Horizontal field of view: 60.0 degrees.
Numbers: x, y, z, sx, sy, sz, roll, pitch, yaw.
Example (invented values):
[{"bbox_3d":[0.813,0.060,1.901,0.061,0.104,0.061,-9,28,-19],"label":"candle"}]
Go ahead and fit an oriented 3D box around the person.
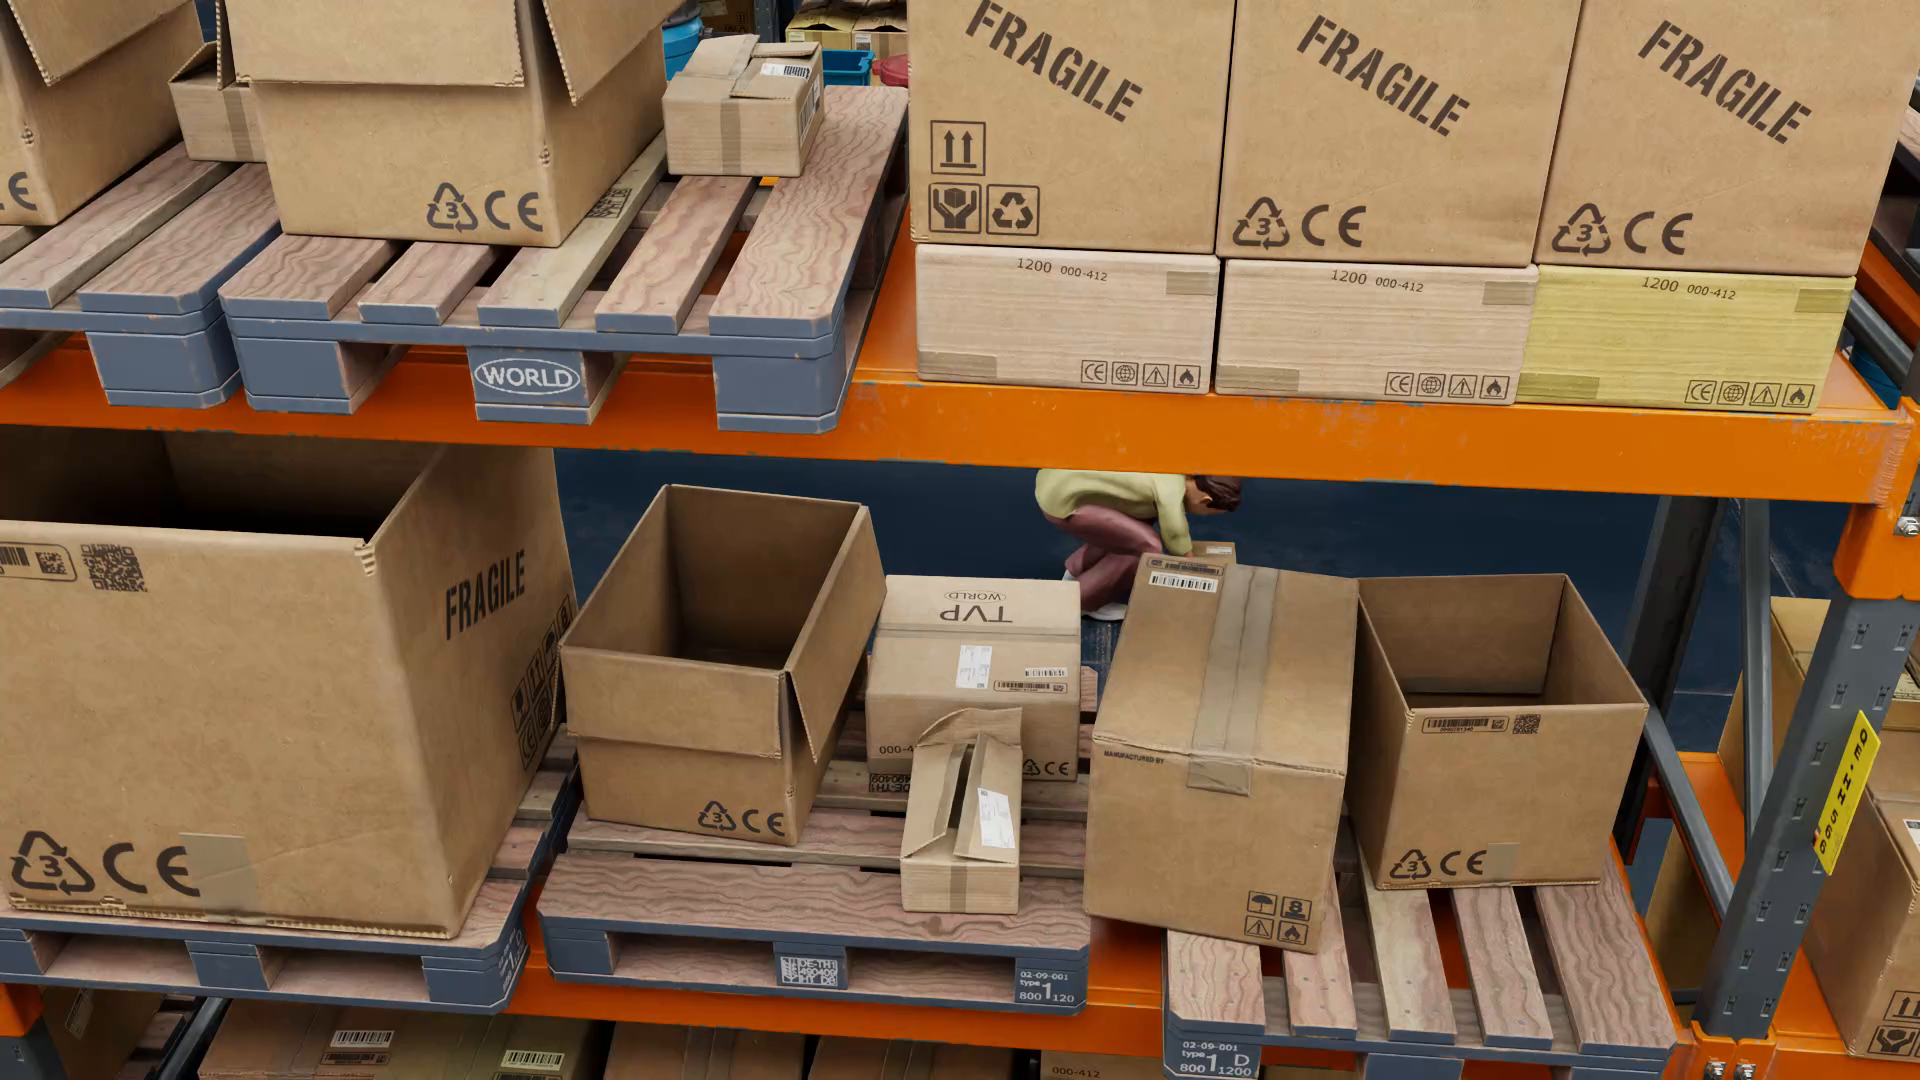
[{"bbox_3d":[0.783,-0.150,7.026,0.863,0.985,0.450,1,32,2],"label":"person"}]
